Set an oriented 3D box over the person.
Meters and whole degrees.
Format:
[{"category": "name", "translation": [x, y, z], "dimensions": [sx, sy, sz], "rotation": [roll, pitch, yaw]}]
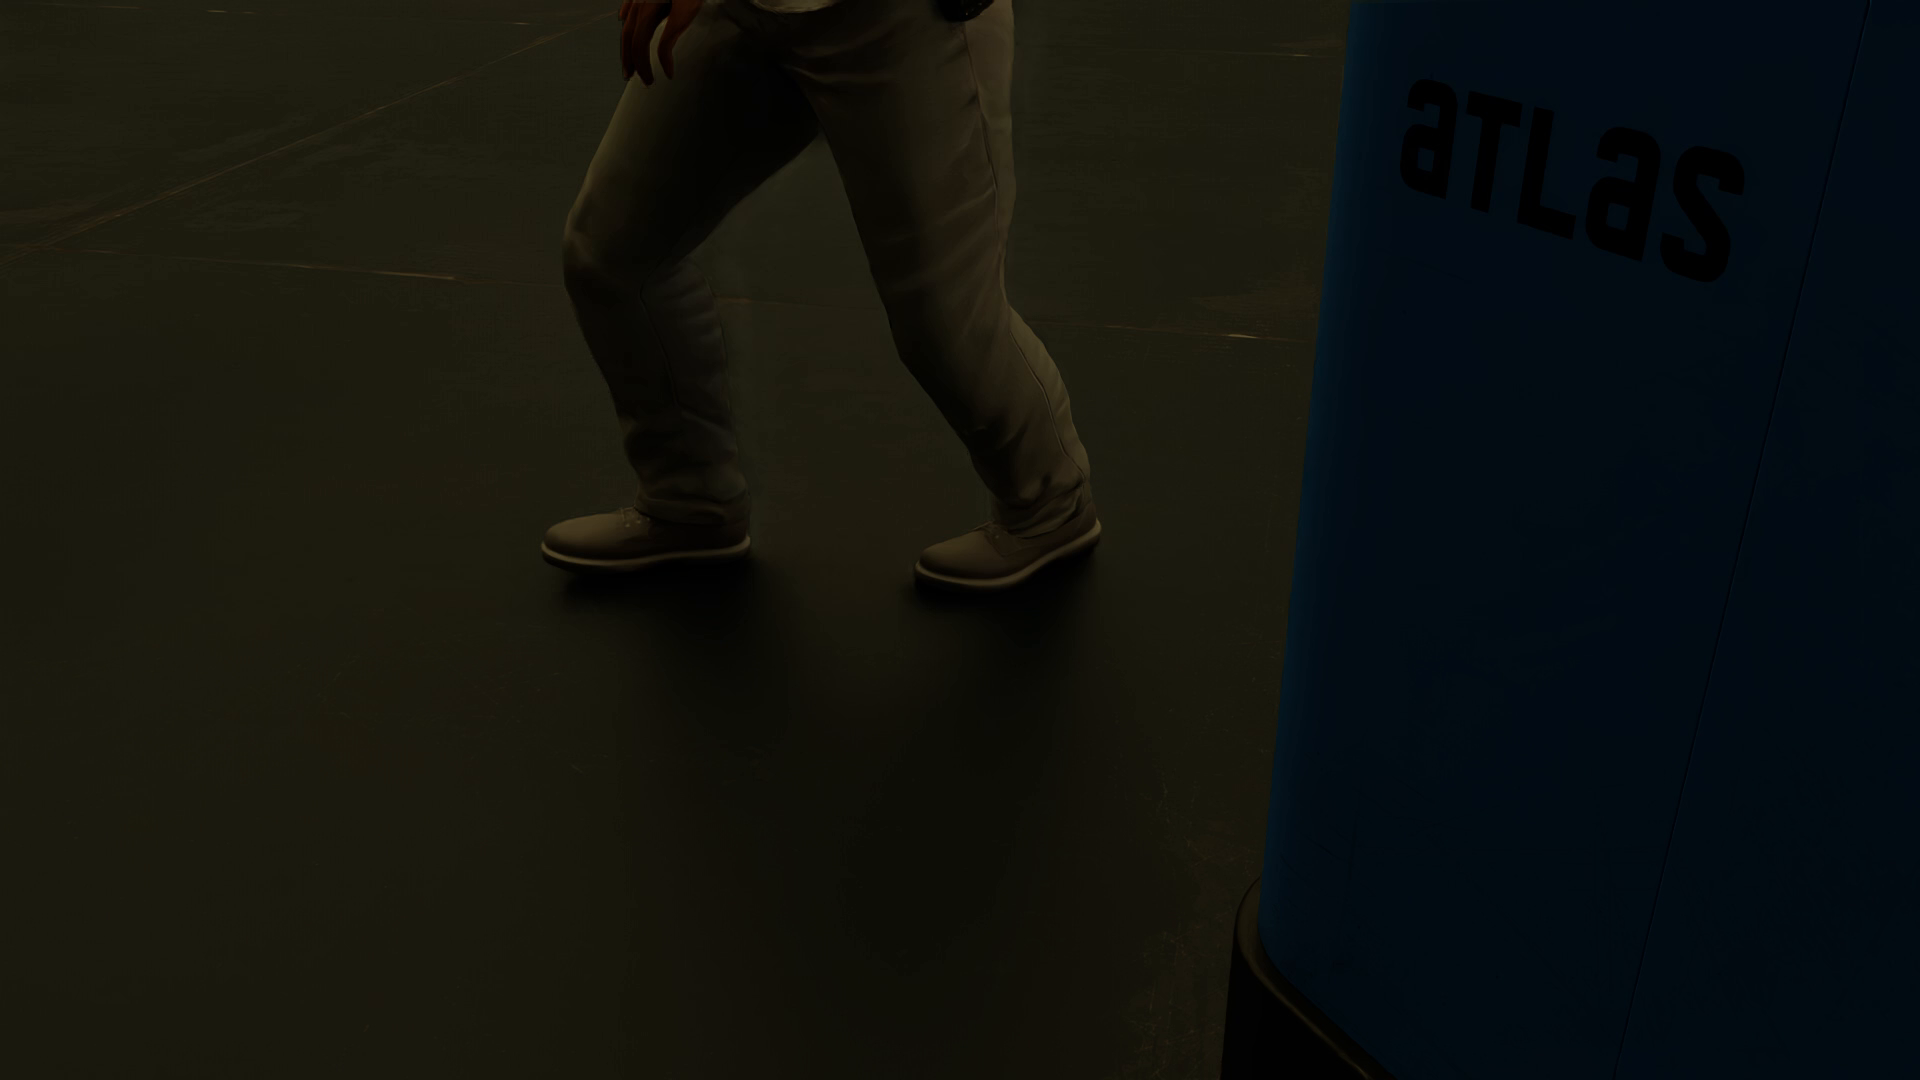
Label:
[{"category": "person", "translation": [-0.198, -0.663, 2.046], "dimensions": [0.619, 1.599, 0.702], "rotation": [23, 35, 37]}]
